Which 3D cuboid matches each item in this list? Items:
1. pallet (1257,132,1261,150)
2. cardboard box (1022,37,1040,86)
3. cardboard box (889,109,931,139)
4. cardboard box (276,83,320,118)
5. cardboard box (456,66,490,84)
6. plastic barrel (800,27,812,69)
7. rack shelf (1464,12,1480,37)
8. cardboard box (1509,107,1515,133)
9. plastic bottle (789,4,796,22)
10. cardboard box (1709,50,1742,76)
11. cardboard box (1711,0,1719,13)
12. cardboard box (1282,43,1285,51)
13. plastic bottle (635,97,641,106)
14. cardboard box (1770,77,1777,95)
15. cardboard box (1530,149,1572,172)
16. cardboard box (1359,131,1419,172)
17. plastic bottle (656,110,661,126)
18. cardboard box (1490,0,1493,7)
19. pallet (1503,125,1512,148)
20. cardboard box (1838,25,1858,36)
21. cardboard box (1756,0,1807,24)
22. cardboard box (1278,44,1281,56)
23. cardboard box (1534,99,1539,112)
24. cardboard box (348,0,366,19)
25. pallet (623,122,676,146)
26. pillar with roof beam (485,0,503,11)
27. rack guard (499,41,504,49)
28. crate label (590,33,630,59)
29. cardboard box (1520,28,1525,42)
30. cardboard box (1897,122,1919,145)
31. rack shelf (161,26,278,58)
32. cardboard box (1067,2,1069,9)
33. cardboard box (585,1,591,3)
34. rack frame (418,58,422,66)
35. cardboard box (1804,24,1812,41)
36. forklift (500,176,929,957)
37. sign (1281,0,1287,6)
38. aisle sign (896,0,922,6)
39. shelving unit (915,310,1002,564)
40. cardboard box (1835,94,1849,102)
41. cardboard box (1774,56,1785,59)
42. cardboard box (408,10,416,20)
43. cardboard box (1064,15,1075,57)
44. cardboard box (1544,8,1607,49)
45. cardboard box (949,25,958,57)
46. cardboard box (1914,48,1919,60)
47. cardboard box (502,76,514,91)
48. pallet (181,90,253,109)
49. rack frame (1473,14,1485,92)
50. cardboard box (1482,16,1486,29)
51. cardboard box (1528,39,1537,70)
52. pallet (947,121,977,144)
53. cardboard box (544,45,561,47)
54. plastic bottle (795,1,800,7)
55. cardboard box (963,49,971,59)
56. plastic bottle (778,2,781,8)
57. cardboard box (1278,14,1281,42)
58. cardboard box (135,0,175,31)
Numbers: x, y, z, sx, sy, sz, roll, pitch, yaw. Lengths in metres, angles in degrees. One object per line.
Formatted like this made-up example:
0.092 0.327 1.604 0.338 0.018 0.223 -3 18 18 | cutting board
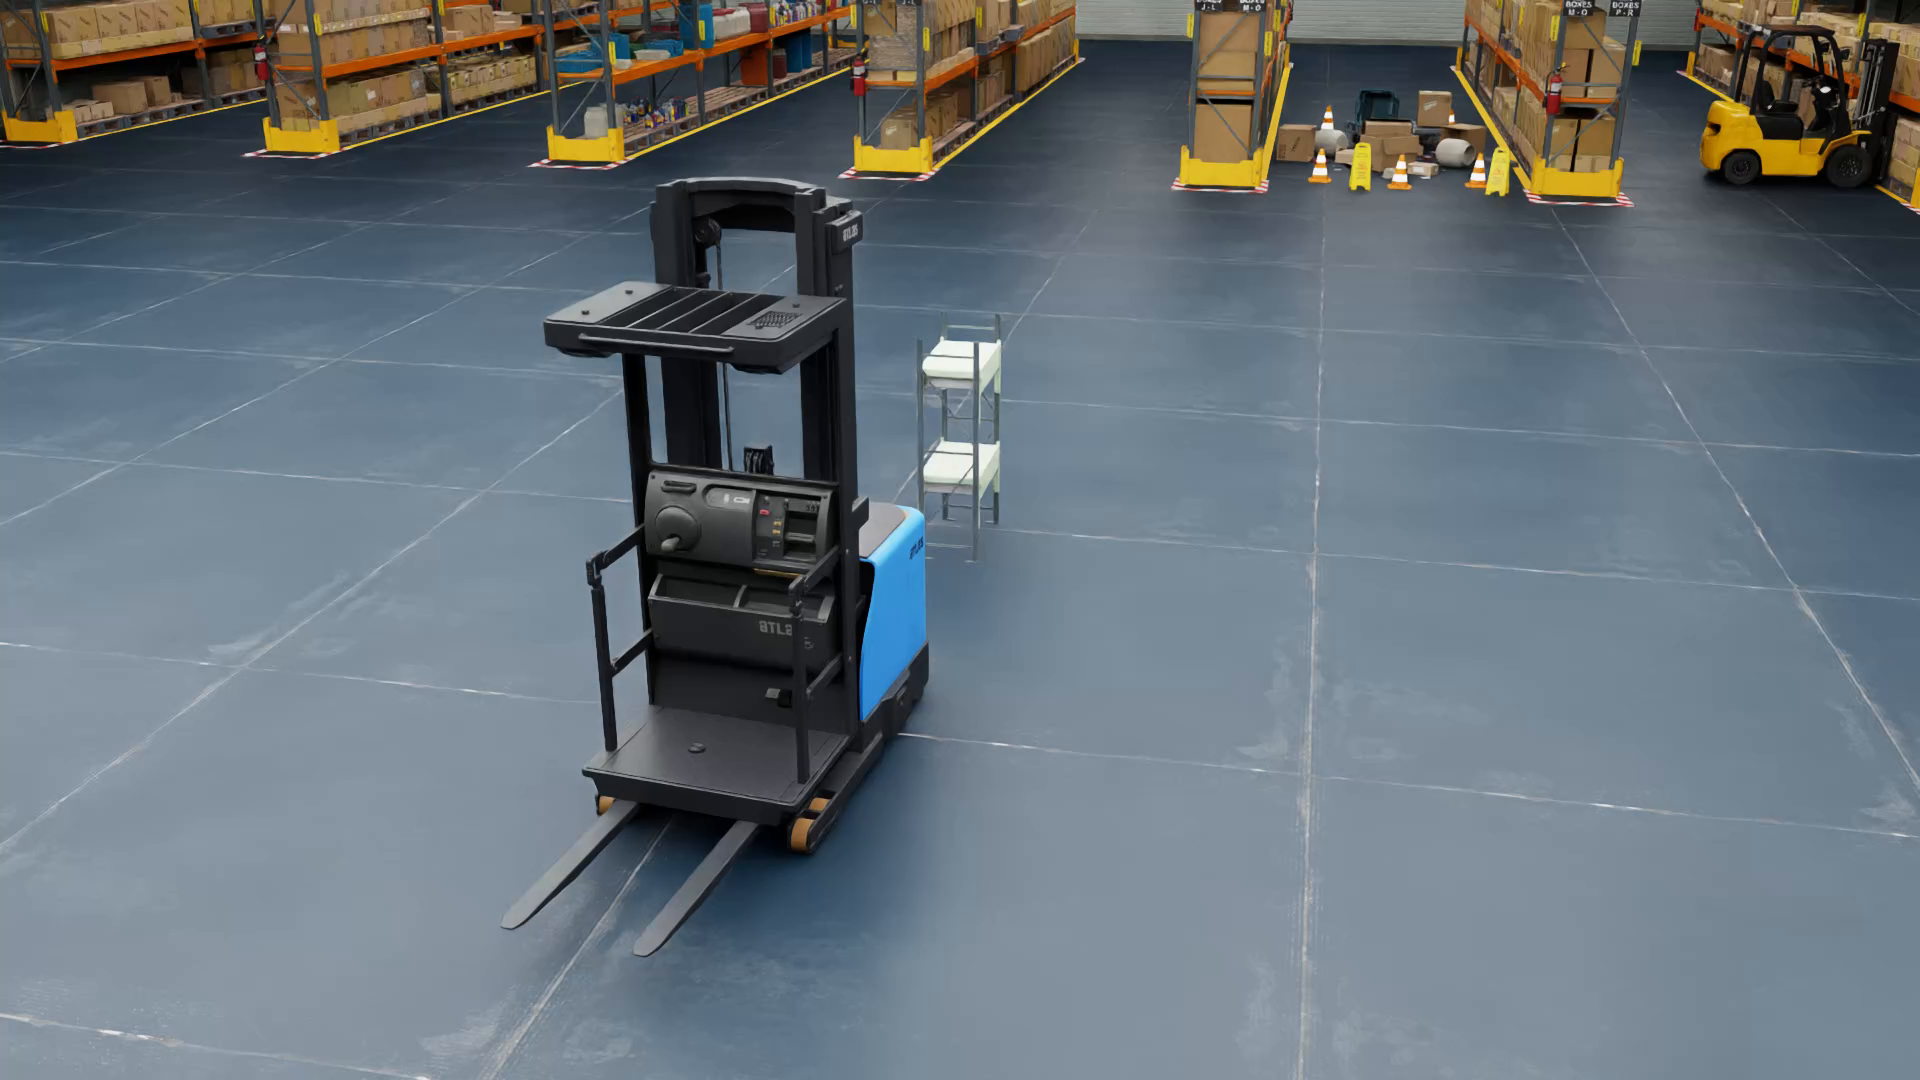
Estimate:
4.389 -6.504 27.220 1.003 0.211 1.213 4 22 11 | pallet
0.953 -9.733 33.787 1.225 0.875 0.875 5 22 11 | cardboard box
-0.798 -6.505 26.275 0.500 0.500 0.500 11 24 25 | cardboard box
-10.909 -7.264 27.490 0.500 0.500 0.500 4 22 11 | cardboard box
-9.371 -8.925 31.867 0.500 0.311 0.500 4 22 9 | cardboard box
-3.558 -10.812 36.431 0.600 0.901 0.708 4 22 11 | plastic barrel
11.528 -11.053 35.745 1.077 0.370 4.000 4 22 11 | rack shelf
9.592 -6.897 27.419 0.950 0.372 0.625 5 22 12 | cardboard box
-3.522 -11.001 34.720 0.144 0.351 0.185 4 22 11 | plastic bottle
16.160 -10.064 35.112 0.500 0.500 0.500 5 22 12 | cardboard box
16.237 -11.294 35.184 0.500 0.250 0.500 4 22 10 | cardboard box
7.059 -11.009 37.132 0.380 0.149 0.250 5 23 13 | cardboard box
-5.634 -7.574 29.102 0.144 0.351 0.185 5 22 12 | plastic bottle
15.152 -8.204 30.492 0.500 0.500 0.500 4 22 10 | cardboard box
8.578 -5.511 24.140 0.500 0.250 0.500 4 22 11 | cardboard box
6.551 -5.944 25.438 0.797 0.503 0.637 -11 25 -26 | cardboard box
-5.114 -7.139 28.128 0.097 0.271 0.097 0 22 0 | plastic bottle
10.468 -10.465 31.851 0.500 0.500 0.500 4 22 10 | cardboard box
9.645 -6.721 27.758 1.003 0.211 1.213 4 22 11 | pallet
14.260 -8.129 26.520 0.380 0.149 0.250 4 22 9 | cardboard box
15.396 -9.883 31.182 0.700 0.500 0.500 4 22 11 | cardboard box
6.231 -9.900 33.700 0.500 0.250 0.500 6 23 13 | cardboard box
8.643 -6.378 24.422 0.380 0.149 0.250 5 22 12 | cardboard box
-10.405 -8.993 27.797 0.700 0.500 0.500 5 22 11 | cardboard box
-5.487 -6.879 28.151 1.003 0.211 1.213 4 22 11 | pallet
-8.394 -17.514 42.795 9.100 9.000 0.400 4 22 11 | pillar with roof beam
-12.308 -12.855 42.604 1.175 0.500 0.348 4 22 11 | rack guard
-5.768 -8.110 27.427 0.502 0.435 0.616 4 22 11 | crate label
9.357 -8.295 26.840 0.500 0.500 0.500 4 22 10 | cardboard box
13.418 -5.652 23.152 0.500 0.250 0.500 5 22 12 | cardboard box
-14.353 -10.015 33.169 1.077 0.370 4.000 4 22 11 | rack shelf
2.277 -12.228 38.036 0.380 0.149 0.250 4 22 10 | cardboard box
-8.594 -12.252 37.064 0.700 0.500 0.500 -3 22 -7 | cardboard box
-13.129 -12.543 38.483 1.000 3.000 0.127 4 22 11 | rack frame
14.731 -8.651 28.350 0.500 0.250 0.500 5 23 13 | cardboard box
-1.108 -0.068 7.599 1.130 2.935 3.031 7 23 16 | forklift
5.981 -10.029 30.689 0.100 0.325 0.005 4 22 11 | sign
-0.749 -8.182 24.175 0.394 0.787 0.004 4 22 11 | aisle sign
-0.001 -0.693 11.067 0.431 1.500 0.755 4 22 11 | shelving unit
14.609 -6.920 27.138 0.875 0.625 0.625 4 22 10 | cardboard box
16.139 -9.361 32.497 0.380 0.149 0.250 4 22 11 | cardboard box
-9.860 -9.286 29.394 0.380 0.149 0.250 4 22 9 | cardboard box
2.182 -11.842 39.025 0.875 0.875 0.875 4 22 11 | cardboard box
8.562 -7.118 23.142 0.700 0.500 0.500 4 22 10 | cardboard box
-0.506 -8.139 27.014 0.875 0.500 0.500 4 22 11 | cardboard box
13.534 -6.762 23.126 0.380 0.149 0.250 4 22 9 | cardboard box
-9.171 -9.040 32.903 0.500 0.250 0.500 5 22 12 | cardboard box
-14.604 -8.609 32.447 1.003 0.211 1.213 4 22 11 | pallet
11.120 -10.655 33.795 1.000 3.000 0.127 4 22 11 | rack frame
10.668 -10.255 33.003 0.500 0.250 0.500 4 22 10 | cardboard box
8.930 -7.406 25.195 0.500 0.500 0.500 4 22 10 | cardboard box
-0.316 -6.943 28.310 1.003 0.211 1.213 4 22 11 | pallet
-8.927 -10.490 36.143 0.500 0.500 0.500 4 22 9 | cardboard box
-3.476 -11.347 35.580 0.144 0.351 0.185 4 22 11 | plastic bottle
-0.030 -8.176 27.977 0.380 0.149 0.250 4 22 11 | cardboard box
-3.950 -11.584 36.256 0.061 0.283 0.133 4 22 11 | plastic bottle
5.608 -9.394 30.529 0.500 0.500 0.500 4 22 11 | cardboard box
-14.651 -9.526 30.161 0.500 0.500 0.500 4 22 11 | cardboard box
